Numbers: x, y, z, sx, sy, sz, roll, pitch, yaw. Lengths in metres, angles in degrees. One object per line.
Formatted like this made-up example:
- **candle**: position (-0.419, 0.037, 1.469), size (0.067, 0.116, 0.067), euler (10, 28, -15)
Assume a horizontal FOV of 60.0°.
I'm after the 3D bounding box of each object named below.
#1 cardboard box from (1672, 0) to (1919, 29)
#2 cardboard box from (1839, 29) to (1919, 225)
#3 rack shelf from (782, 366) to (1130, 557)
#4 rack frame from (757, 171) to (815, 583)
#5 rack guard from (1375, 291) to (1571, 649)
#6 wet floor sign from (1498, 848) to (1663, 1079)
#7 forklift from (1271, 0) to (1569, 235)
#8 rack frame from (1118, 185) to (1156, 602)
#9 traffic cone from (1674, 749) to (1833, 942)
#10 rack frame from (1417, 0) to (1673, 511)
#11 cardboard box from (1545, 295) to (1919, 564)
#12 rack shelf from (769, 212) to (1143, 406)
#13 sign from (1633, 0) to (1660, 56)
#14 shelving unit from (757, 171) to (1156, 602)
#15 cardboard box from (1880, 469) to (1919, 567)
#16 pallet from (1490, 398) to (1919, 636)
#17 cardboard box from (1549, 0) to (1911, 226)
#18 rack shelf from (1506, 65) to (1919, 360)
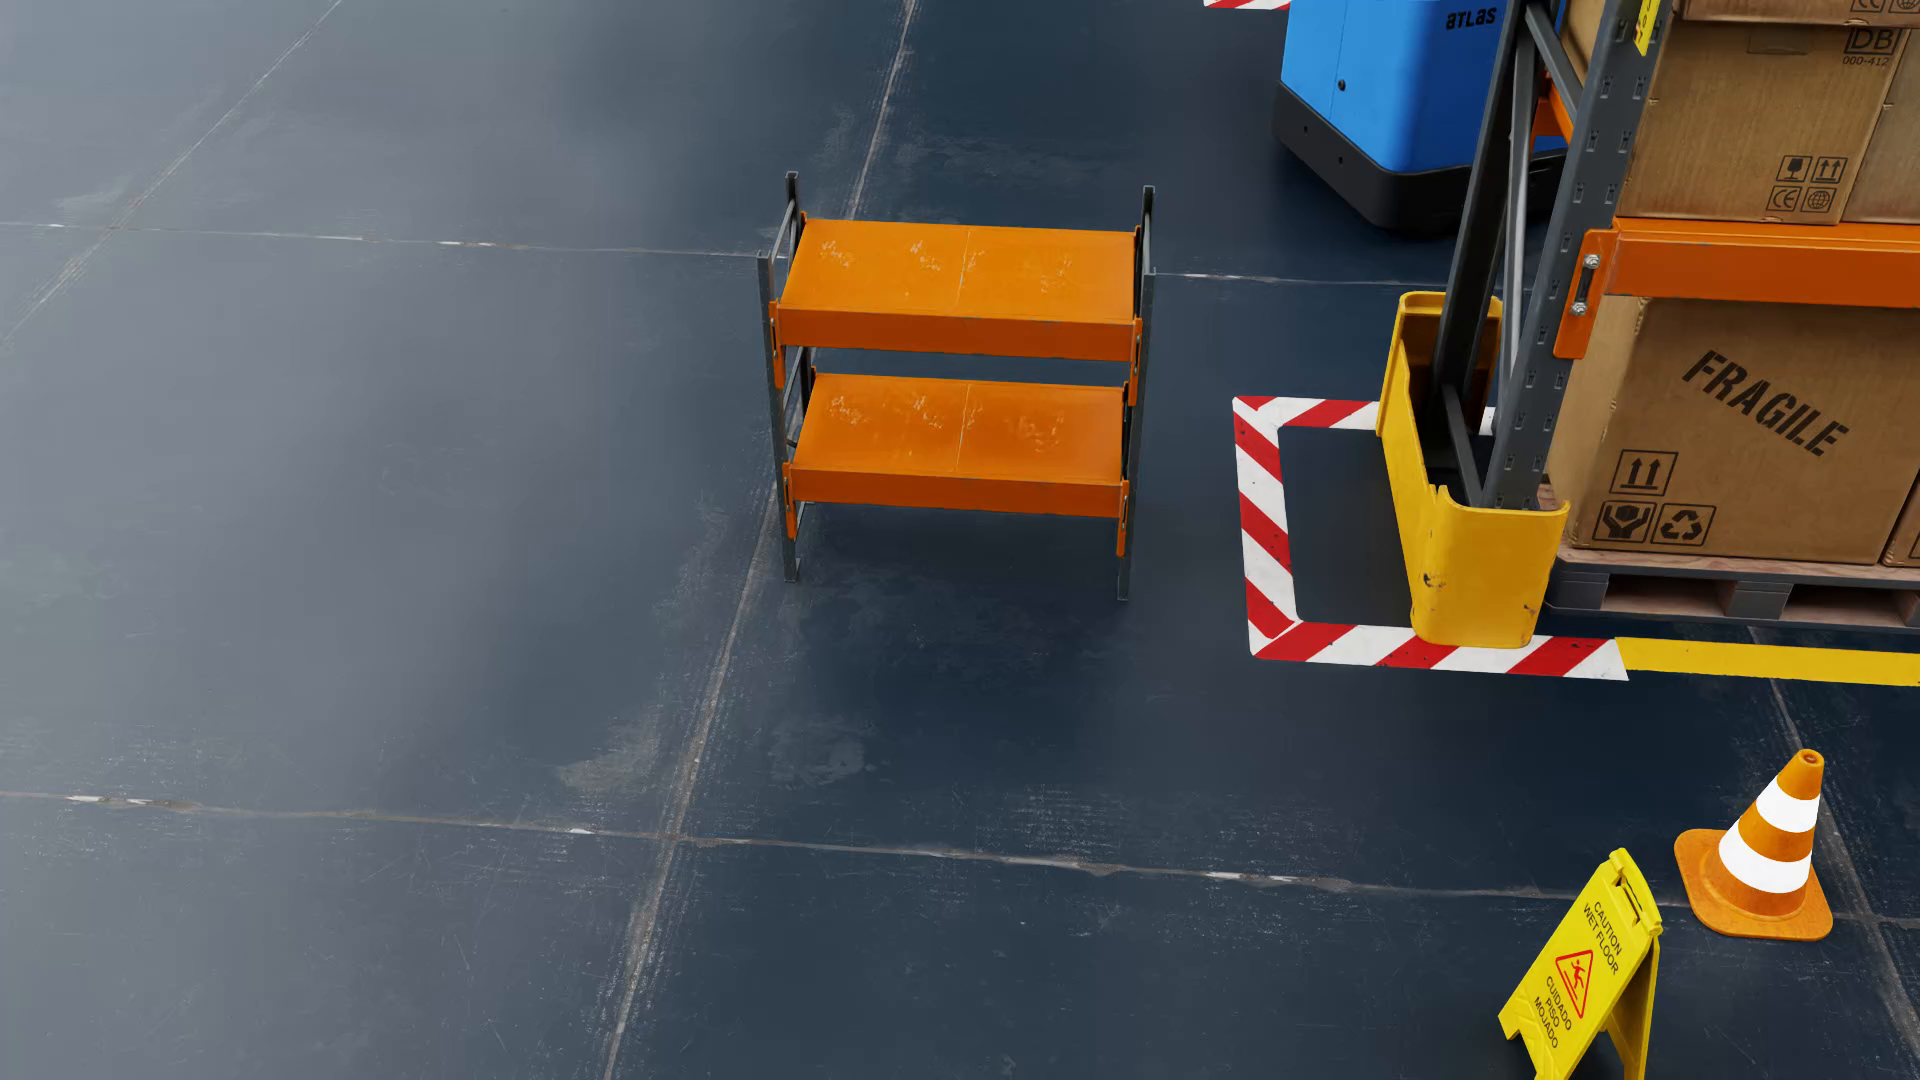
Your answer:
- **cardboard box**: position (1.949, -1.649, 3.926), size (0.550, 0.550, 0.875), euler (3, 39, 4)
- **cardboard box**: position (2.506, -1.267, 4.312), size (0.550, 0.550, 0.875), euler (3, 39, 4)
- **rack shelf**: position (0.007, -0.246, 5.049), size (1.000, 0.278, 0.538), euler (3, 39, 4)
- **rack frame**: position (-0.500, -0.464, 4.928), size (0.032, 1.125, 0.500), euler (3, 39, 4)
- **rack guard**: position (1.559, -0.249, 5.159), size (0.348, 0.500, 1.175), euler (3, 39, 4)
- **wet floor sign**: position (1.383, 0.940, 3.584), size (0.232, 0.644, 0.267), euler (-3, 39, -4)
- **forklift**: position (2.951, -2.926, 6.523), size (3.031, 2.935, 1.130), euler (-12, 41, -14)
- **rack frame**: position (0.513, -0.408, 4.860), size (0.032, 1.125, 0.500), euler (3, 39, 4)
- **traffic cone**: position (1.989, 0.689, 4.037), size (0.334, 0.463, 0.336), euler (3, 39, 4)
- **rack frame**: position (1.583, -1.217, 4.369), size (0.127, 3.000, 1.000), euler (3, 39, 4)
- **cardboard box**: position (2.264, -0.560, 4.913), size (0.875, 0.875, 0.875), euler (3, 39, 4)
- **rack shelf**: position (0.007, -0.663, 4.710), size (1.000, 0.278, 0.538), euler (3, 39, 4)
- **sign**: position (1.529, -1.235, 3.642), size (0.005, 0.325, 0.100), euler (3, 39, 4)
- **shelving unit**: position (0.007, -0.436, 4.894), size (1.048, 1.125, 0.538), euler (3, 39, 4)
- **cardboard box**: position (3.141, -0.514, 4.855), size (0.875, 0.875, 0.875), euler (3, 39, 3)
- **pallet**: position (2.386, -0.141, 5.256), size (1.213, 0.211, 1.003), euler (3, 39, 4)
- **cardboard box**: position (1.956, -1.283, 4.332), size (0.550, 0.550, 0.875), euler (3, 39, 4)
- **rack shelf**: position (3.575, -0.829, 4.462), size (4.000, 0.370, 1.077), euler (3, 39, 4)
